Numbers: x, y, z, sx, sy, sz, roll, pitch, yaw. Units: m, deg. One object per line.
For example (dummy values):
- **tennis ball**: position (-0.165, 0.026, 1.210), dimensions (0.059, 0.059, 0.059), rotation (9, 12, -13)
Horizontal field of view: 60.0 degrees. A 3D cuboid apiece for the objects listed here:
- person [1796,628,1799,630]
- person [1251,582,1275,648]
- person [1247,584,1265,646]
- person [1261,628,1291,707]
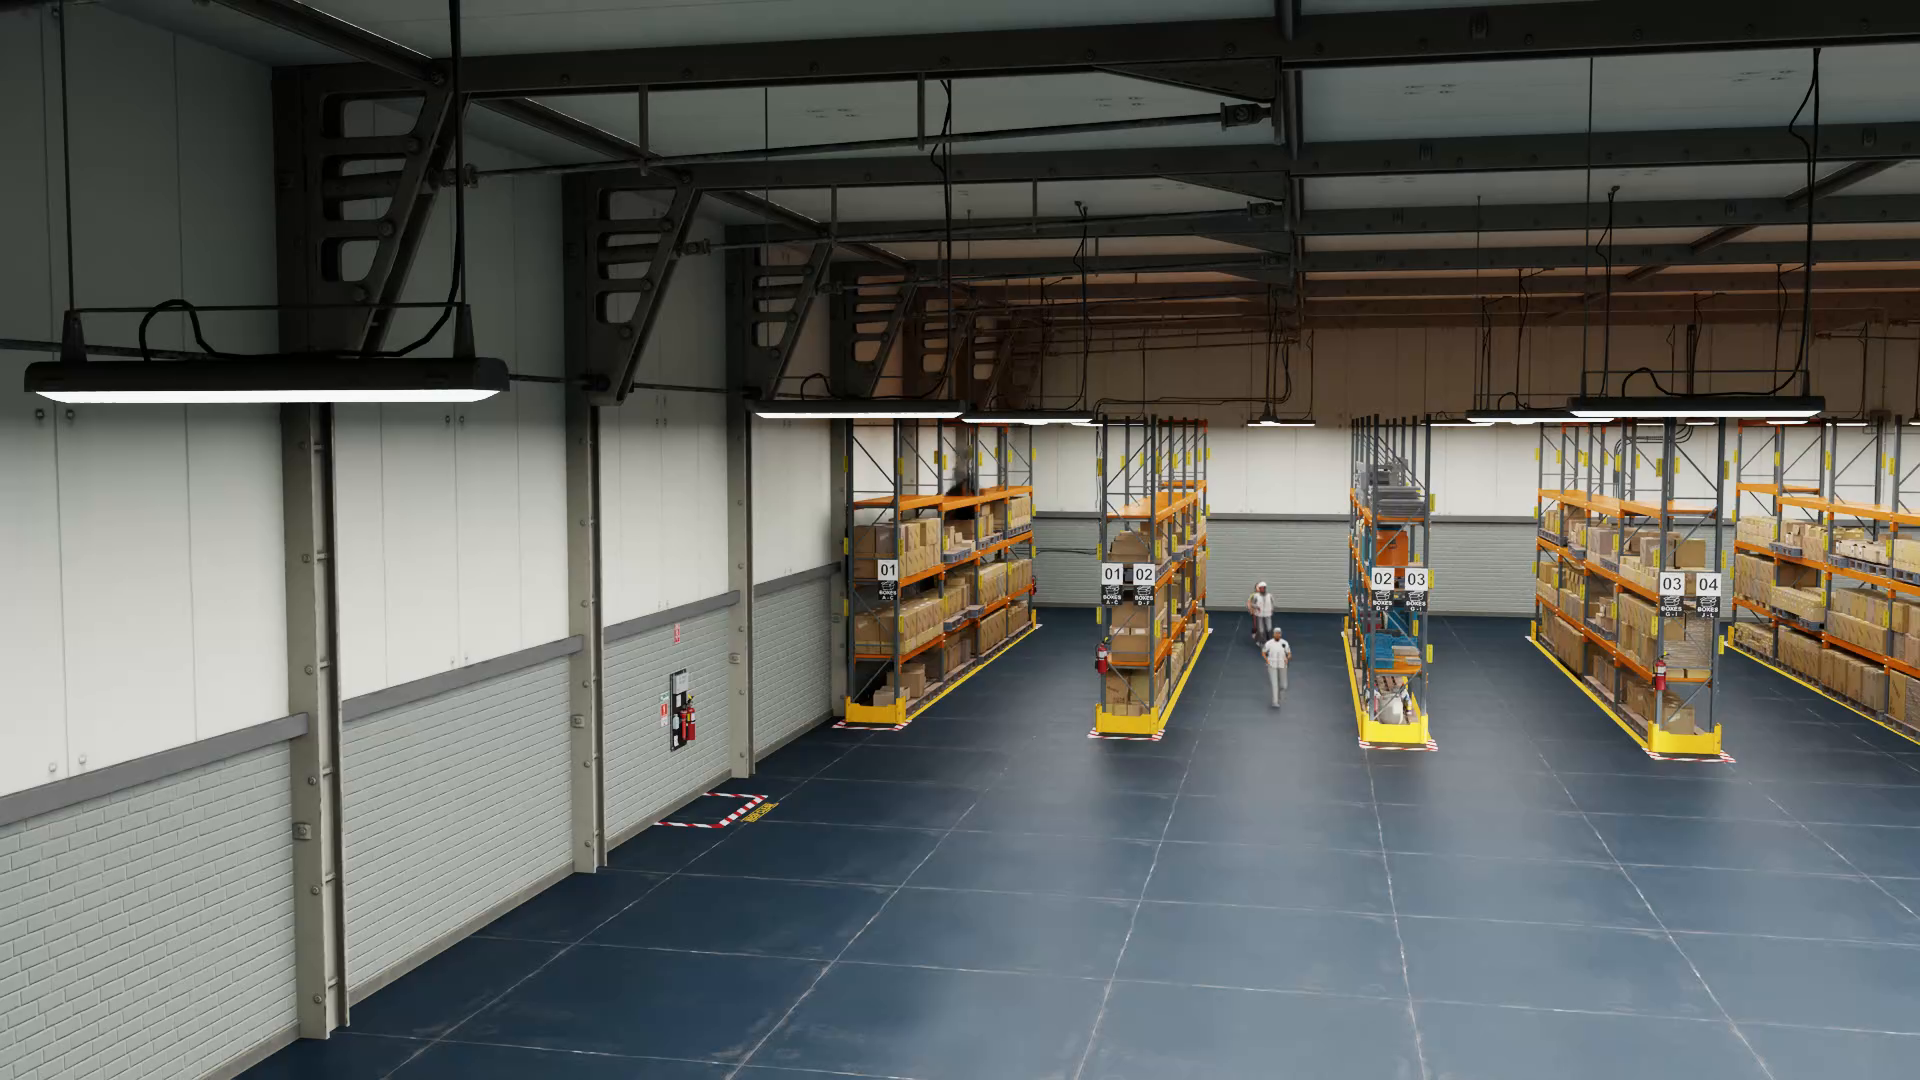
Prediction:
- **person**: position (22.368, 1.922, 44.282), dimensions (0.697, 1.692, 0.937), rotation (0, 4, 4)
- **person**: position (7.886, 1.974, 43.164), dimensions (0.633, 1.766, 0.689), rotation (0, 4, 4)
- **person**: position (7.926, 1.976, 44.188), dimensions (0.583, 1.633, 0.658), rotation (0, 4, -3)
- **person**: position (6.543, 2.621, 34.428), dimensions (0.595, 1.618, 0.609), rotation (0, 4, 1)
